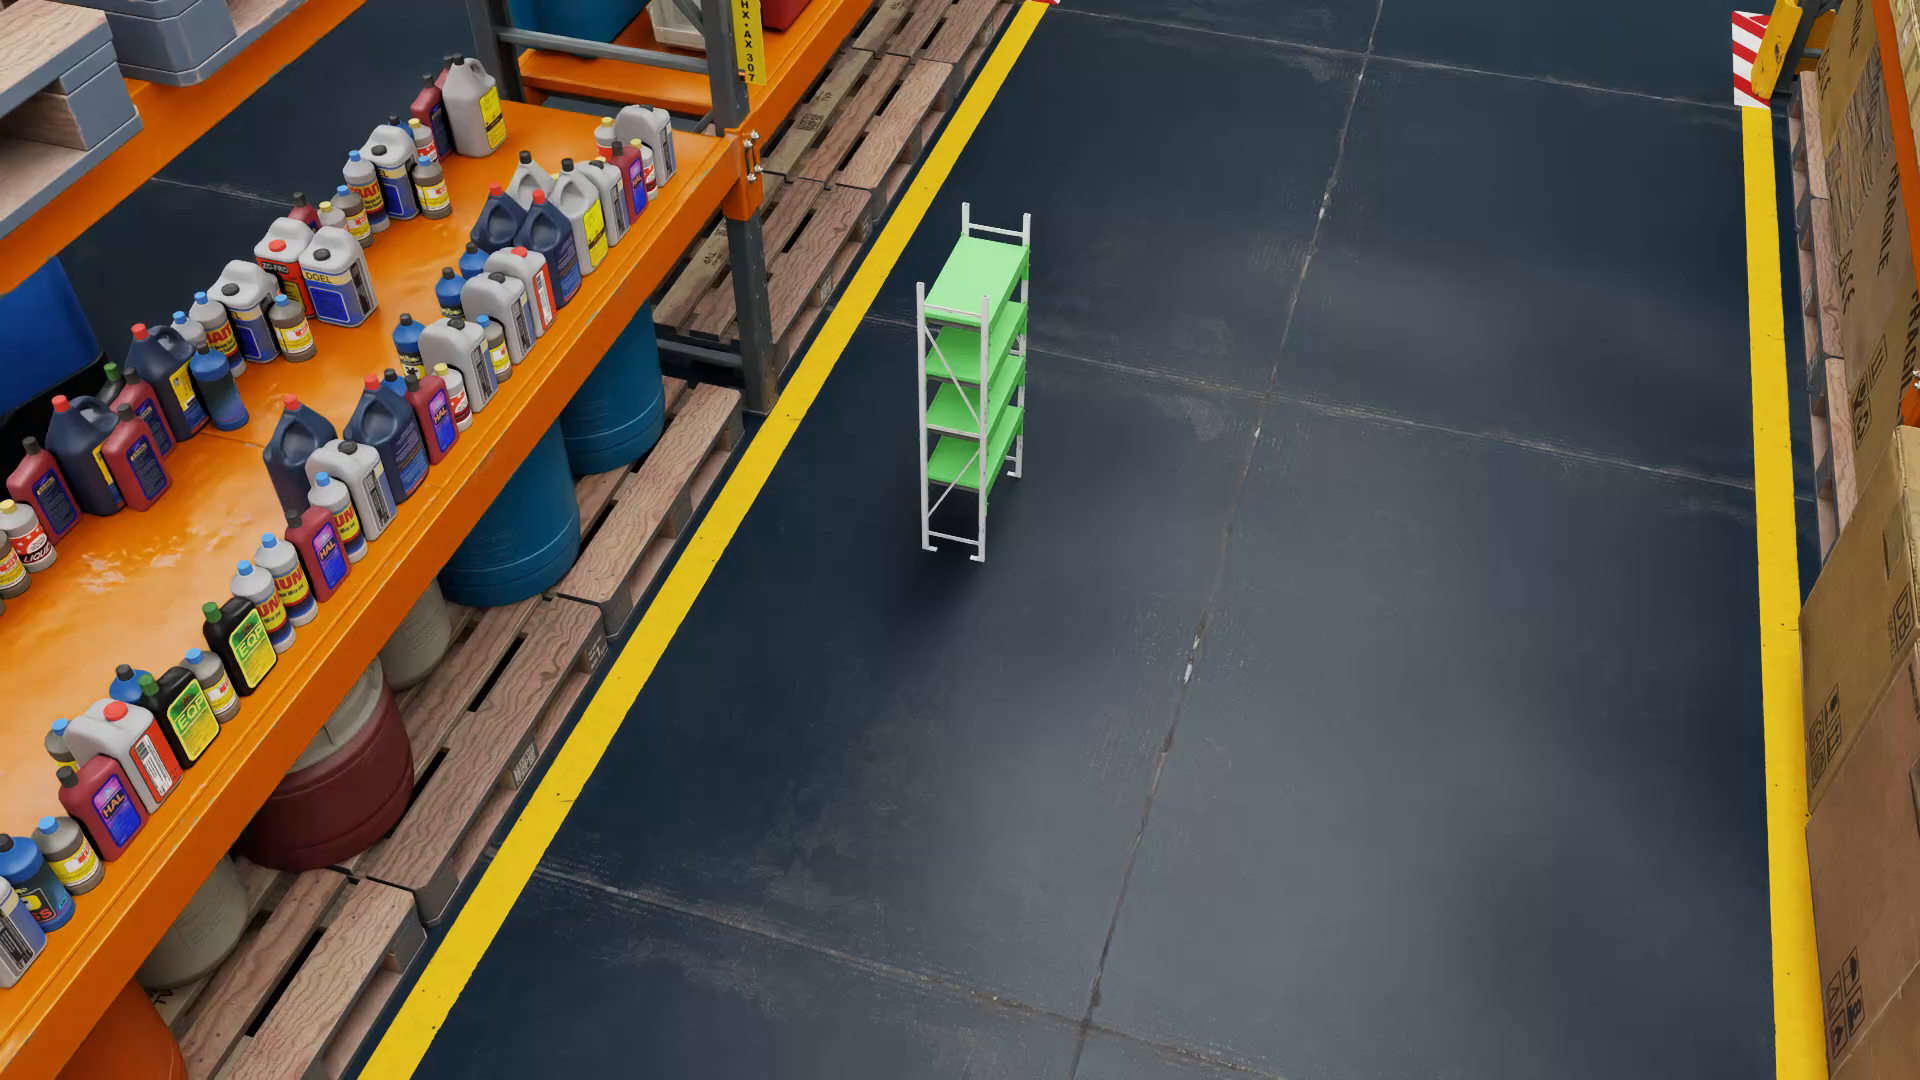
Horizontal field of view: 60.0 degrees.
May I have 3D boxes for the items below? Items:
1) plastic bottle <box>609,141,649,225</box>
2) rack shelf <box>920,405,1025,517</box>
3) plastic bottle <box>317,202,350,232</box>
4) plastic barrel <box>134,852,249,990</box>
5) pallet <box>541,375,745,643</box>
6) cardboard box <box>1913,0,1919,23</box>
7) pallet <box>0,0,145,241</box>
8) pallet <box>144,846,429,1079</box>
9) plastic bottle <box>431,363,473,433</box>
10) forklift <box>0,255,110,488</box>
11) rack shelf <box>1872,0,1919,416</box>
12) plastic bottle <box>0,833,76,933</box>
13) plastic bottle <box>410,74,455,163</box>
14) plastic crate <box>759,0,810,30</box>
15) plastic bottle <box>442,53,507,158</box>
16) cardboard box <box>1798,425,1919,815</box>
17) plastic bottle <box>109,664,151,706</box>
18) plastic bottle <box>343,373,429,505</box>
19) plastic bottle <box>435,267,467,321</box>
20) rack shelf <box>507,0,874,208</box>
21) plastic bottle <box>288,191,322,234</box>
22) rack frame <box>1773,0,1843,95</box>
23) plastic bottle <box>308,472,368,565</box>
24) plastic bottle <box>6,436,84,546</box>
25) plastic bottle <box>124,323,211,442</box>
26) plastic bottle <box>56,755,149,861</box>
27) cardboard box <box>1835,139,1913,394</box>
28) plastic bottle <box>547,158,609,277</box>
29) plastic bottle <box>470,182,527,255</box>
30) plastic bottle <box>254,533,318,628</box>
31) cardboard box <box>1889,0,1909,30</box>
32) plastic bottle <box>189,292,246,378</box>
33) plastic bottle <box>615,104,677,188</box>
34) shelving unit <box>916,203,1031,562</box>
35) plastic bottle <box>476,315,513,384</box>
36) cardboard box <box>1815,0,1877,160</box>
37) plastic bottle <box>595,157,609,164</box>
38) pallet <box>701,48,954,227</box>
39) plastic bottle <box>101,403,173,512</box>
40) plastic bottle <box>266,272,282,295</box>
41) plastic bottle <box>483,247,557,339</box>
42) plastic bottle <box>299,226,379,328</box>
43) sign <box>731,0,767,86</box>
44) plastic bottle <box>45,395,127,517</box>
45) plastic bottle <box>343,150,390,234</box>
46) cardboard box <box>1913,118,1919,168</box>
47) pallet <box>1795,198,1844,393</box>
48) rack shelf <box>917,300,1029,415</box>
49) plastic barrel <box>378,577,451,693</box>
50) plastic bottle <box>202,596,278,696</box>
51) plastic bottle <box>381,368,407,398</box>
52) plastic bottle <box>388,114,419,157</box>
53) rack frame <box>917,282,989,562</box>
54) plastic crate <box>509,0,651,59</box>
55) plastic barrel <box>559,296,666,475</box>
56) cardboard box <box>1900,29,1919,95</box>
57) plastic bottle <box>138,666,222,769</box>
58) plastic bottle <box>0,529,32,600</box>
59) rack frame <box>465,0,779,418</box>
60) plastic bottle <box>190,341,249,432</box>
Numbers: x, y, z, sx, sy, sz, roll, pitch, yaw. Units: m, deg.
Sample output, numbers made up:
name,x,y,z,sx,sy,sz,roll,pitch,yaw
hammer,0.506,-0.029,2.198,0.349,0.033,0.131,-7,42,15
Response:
name,x,y,z,sx,sy,sz,roll,pitch,yaw
plastic bottle,-1.077,-1.178,5.393,0.061,0.283,0.133,13,46,13
rack shelf,0.050,-0.322,6.156,0.258,0.148,0.480,13,46,13
plastic bottle,-1.974,-0.971,5.240,0.097,0.201,0.097,0,44,0
plastic barrel,-2.233,0.965,4.598,0.421,0.512,0.421,0,44,0
pallet,-1.513,-0.213,6.317,1.003,0.211,1.213,13,46,13
cardboard box,3.830,-2.091,6.137,0.500,0.250,0.500,12,46,12
pallet,-2.126,-0.543,2.650,1.003,0.211,1.213,13,46,13
pallet,-2.252,1.413,4.655,1.003,0.211,1.213,13,46,13
plastic bottle,-1.434,-0.406,4.662,0.097,0.201,0.097,0,44,0
forklift,-4.632,-0.909,5.083,1.130,2.935,3.031,26,50,24
rack shelf,4.087,-1.742,6.400,1.077,0.370,4.000,13,46,13
plastic bottle,-1.951,0.706,3.476,0.097,0.271,0.097,0,44,0
plastic bottle,-1.798,-1.430,5.651,0.061,0.283,0.133,13,46,13
plastic crate,-0.730,-2.301,6.369,0.402,0.464,0.583,13,46,13
plastic bottle,-1.667,-1.505,5.678,0.144,0.351,0.185,13,46,13
cardboard box,3.306,0.374,4.942,1.225,0.875,0.875,13,46,13
plastic bottle,-1.868,0.384,3.805,0.097,0.271,0.097,0,44,0
plastic bottle,-1.540,-0.281,4.428,0.144,0.351,0.185,13,46,13
plastic bottle,-1.479,-0.683,4.895,0.097,0.271,0.097,0,44,0
rack shelf,-0.634,-2.791,7.472,1.077,0.370,4.000,13,46,13
plastic bottle,-2.026,-0.927,5.136,0.061,0.283,0.133,13,46,13
rack frame,4.692,-3.332,7.511,1.000,3.000,0.127,13,46,13
plastic bottle,-1.601,-0.064,4.263,0.097,0.271,0.097,0,44,0
plastic bottle,-2.389,-0.129,4.321,0.061,0.283,0.133,13,46,13
plastic bottle,-2.205,-0.463,4.613,0.144,0.351,0.185,13,46,13
plastic bottle,-1.869,0.563,3.613,0.061,0.283,0.133,13,46,13
cardboard box,4.030,-1.080,6.428,0.875,0.875,0.875,13,46,13
plastic bottle,-1.206,-1.016,5.178,0.144,0.351,0.185,13,46,13
plastic bottle,-1.399,-0.923,5.084,0.144,0.351,0.185,13,46,13
plastic bottle,-1.671,0.090,4.106,0.097,0.271,0.097,0,44,0
cardboard box,3.806,-2.050,6.380,0.380,0.149,0.250,11,46,11
plastic bottle,-2.155,-0.598,4.808,0.097,0.271,0.097,0,44,0
plastic bottle,-1.051,-1.340,5.563,0.152,0.276,0.135,13,46,13
shelving unit,0.050,-0.539,5.943,0.258,1.200,0.503,13,46,13
plastic bottle,-1.364,-0.561,4.820,0.097,0.201,0.097,0,44,0
cardboard box,4.575,-2.279,7.654,0.875,0.875,0.875,13,46,13
plastic bottle,-1.158,-1.154,5.426,0.097,0.201,0.097,0,44,0
pallet,-0.686,-2.033,8.176,1.003,0.211,1.213,13,46,13
plastic bottle,-2.195,-0.222,4.415,0.061,0.283,0.133,13,46,13
plastic bottle,-2.084,-0.728,4.991,0.097,0.201,0.097,0,44,0
plastic bottle,-1.314,-0.760,4.971,0.152,0.276,0.135,13,46,13
plastic bottle,-1.878,-0.794,5.005,0.152,0.276,0.135,13,46,13
sign,-0.716,-1.696,5.641,0.100,0.325,0.005,13,46,13
plastic bottle,-2.301,-0.250,4.396,0.144,0.351,0.185,13,46,13
plastic bottle,-1.915,-1.126,5.348,0.097,0.271,0.097,0,44,0
cardboard box,3.495,-1.363,5.678,0.380,0.149,0.250,13,46,13
pallet,4.153,-0.976,7.096,1.003,0.211,1.213,13,46,12
rack shelf,0.050,-0.665,5.820,0.258,0.148,0.480,13,46,13
plastic barrel,-1.891,0.212,5.367,0.421,0.512,0.421,0,44,0
plastic bottle,-1.718,0.231,3.953,0.061,0.283,0.133,13,46,13
plastic bottle,-1.533,-0.355,4.560,0.097,0.271,0.097,0,44,0
plastic bottle,-1.845,-1.281,5.506,0.097,0.271,0.097,0,44,0
rack frame,-0.024,-0.377,5.777,0.240,1.200,0.015,13,46,13
plastic crate,-1.423,-2.114,6.234,0.392,0.384,0.575,13,46,13
plastic barrel,-1.421,-0.756,6.078,0.600,0.901,0.708,13,46,13
cardboard box,3.650,-1.706,6.028,0.380,0.149,0.250,12,46,12
plastic bottle,-1.788,0.385,3.796,0.061,0.283,0.133,13,46,13
plastic bottle,-2.436,0.046,4.200,0.097,0.201,0.097,0,44,0
rack frame,-1.240,-1.715,5.858,1.000,3.000,0.127,13,46,13
plastic bottle,-2.076,-0.438,4.645,0.097,0.271,0.097,0,44,0
